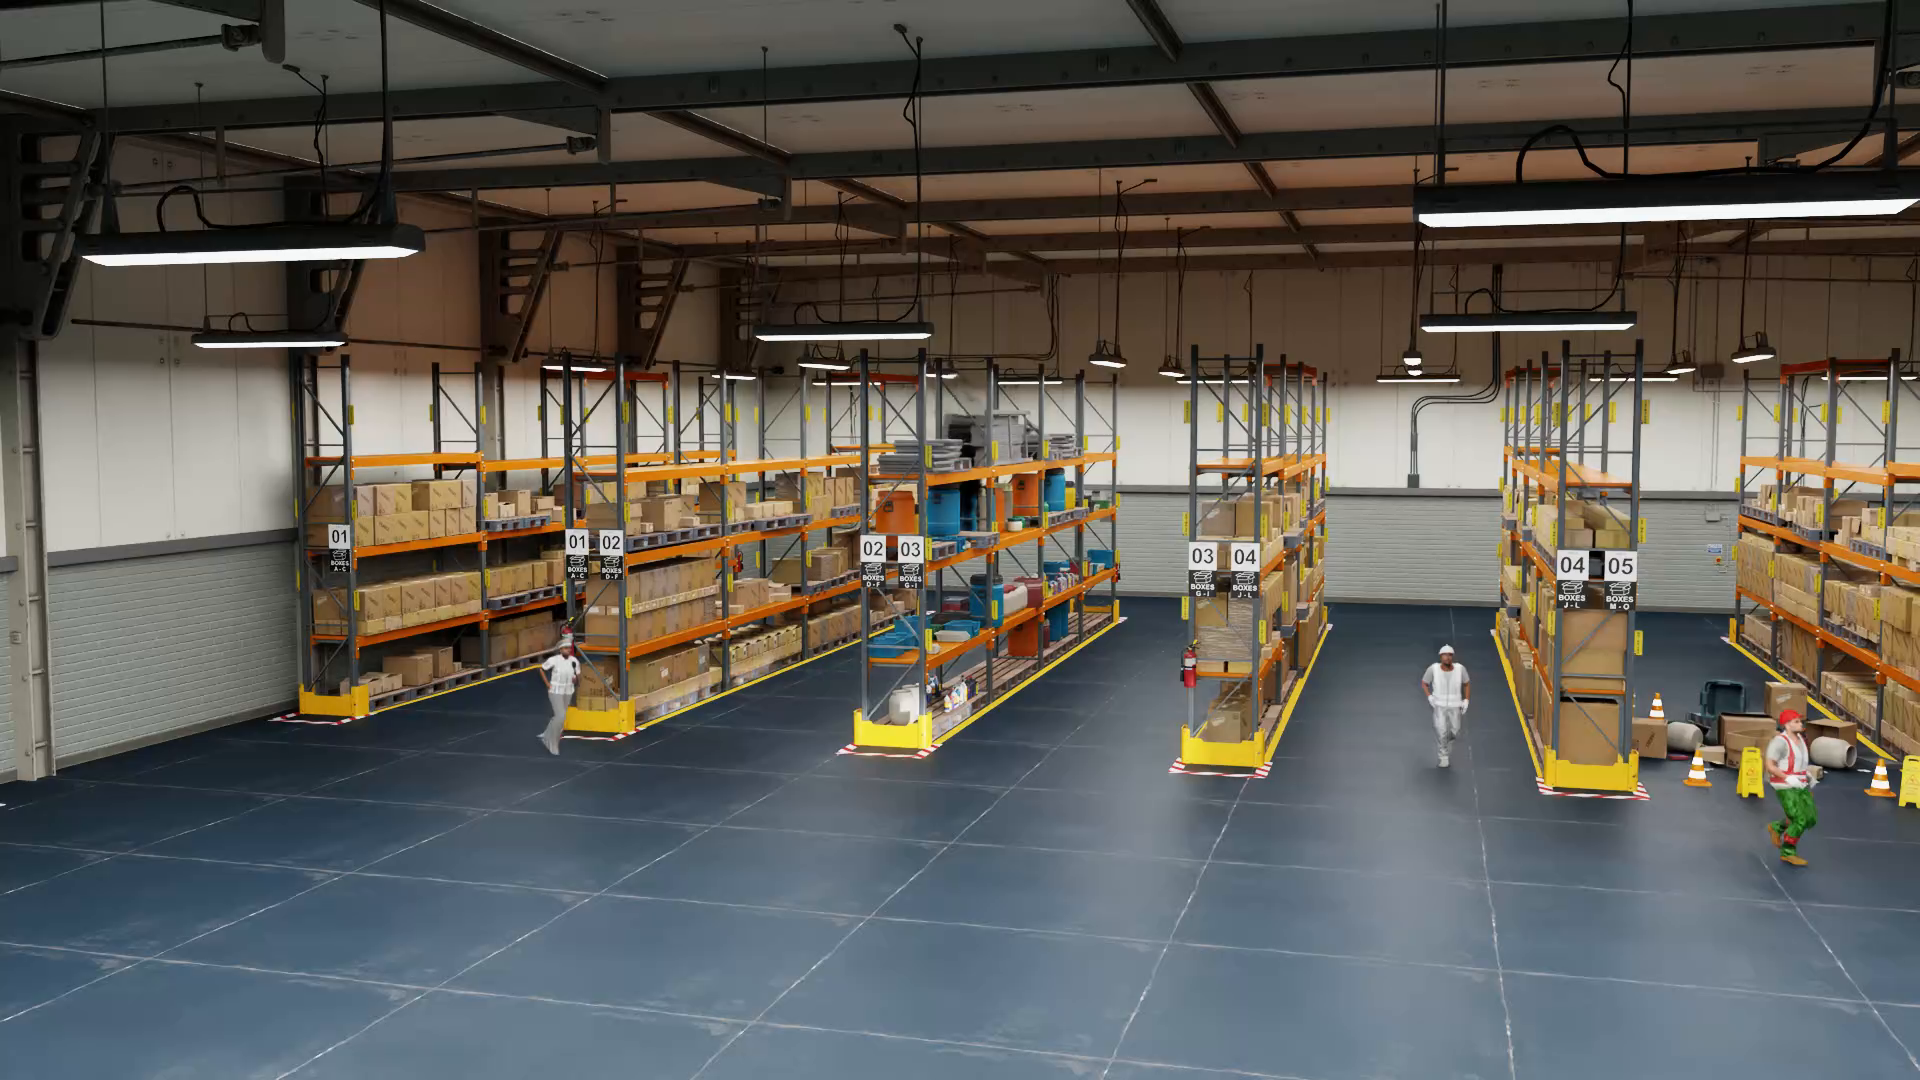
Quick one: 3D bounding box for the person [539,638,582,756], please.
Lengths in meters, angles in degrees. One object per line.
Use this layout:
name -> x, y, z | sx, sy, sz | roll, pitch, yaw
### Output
person -> -5.936, 2.317, 24.778 | 0.563, 1.748, 0.707 | -4, 6, -44

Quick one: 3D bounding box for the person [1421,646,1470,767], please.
person -> 6.963, 2.362, 23.847 | 0.686, 1.728, 0.620 | 1, 4, 8

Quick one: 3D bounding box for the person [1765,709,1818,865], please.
person -> 9.249, 2.745, 18.608 | 0.695, 1.727, 0.570 | -2, 5, -28
